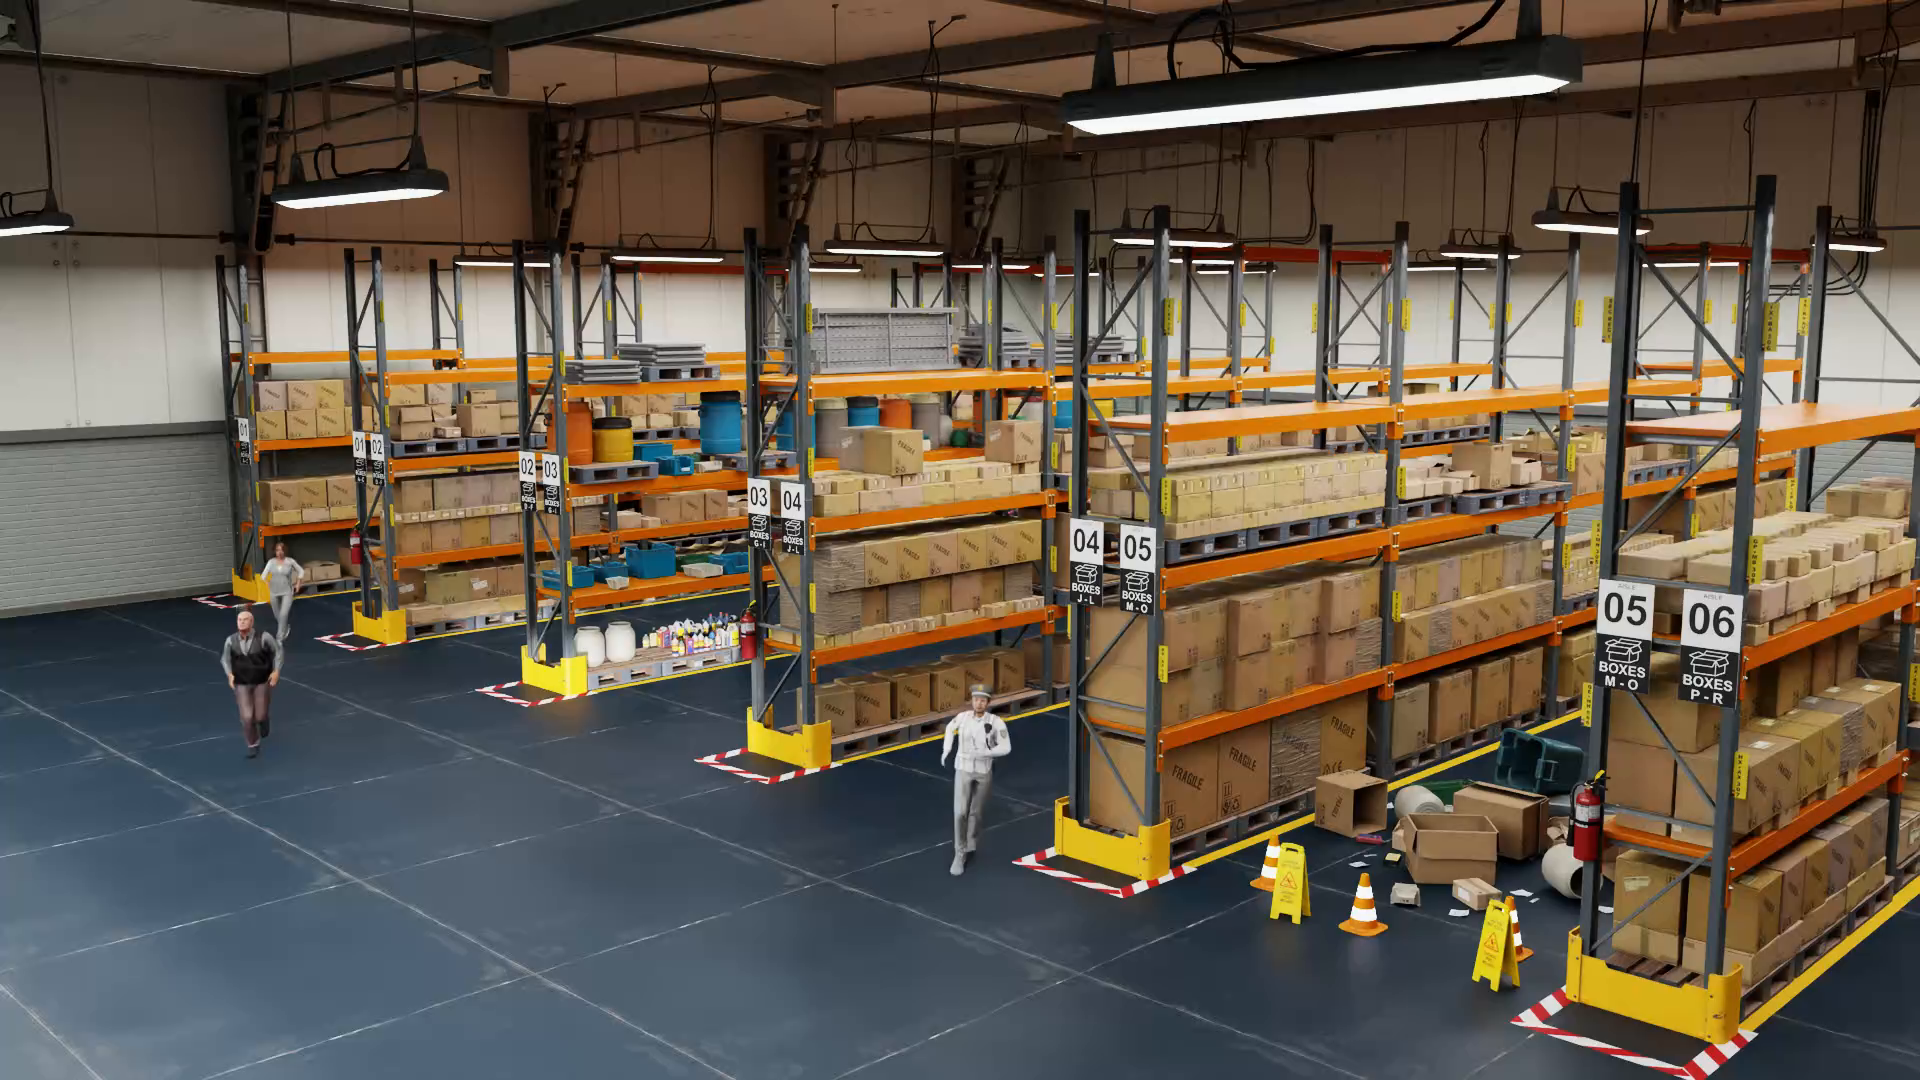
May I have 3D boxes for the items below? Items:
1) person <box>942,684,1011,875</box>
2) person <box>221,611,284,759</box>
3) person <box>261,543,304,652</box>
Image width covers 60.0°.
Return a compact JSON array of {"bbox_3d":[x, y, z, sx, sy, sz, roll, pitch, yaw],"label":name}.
[{"bbox_3d":[0.150,2.181,15.368,0.639,1.759,0.678,0,8,0],"label":"person"},{"bbox_3d":[-8.120,1.643,19.129,0.672,1.699,0.650,-2,8,-11],"label":"person"},{"bbox_3d":[-10.189,0.828,25.001,0.577,1.587,0.897,-1,8,-7],"label":"person"}]
